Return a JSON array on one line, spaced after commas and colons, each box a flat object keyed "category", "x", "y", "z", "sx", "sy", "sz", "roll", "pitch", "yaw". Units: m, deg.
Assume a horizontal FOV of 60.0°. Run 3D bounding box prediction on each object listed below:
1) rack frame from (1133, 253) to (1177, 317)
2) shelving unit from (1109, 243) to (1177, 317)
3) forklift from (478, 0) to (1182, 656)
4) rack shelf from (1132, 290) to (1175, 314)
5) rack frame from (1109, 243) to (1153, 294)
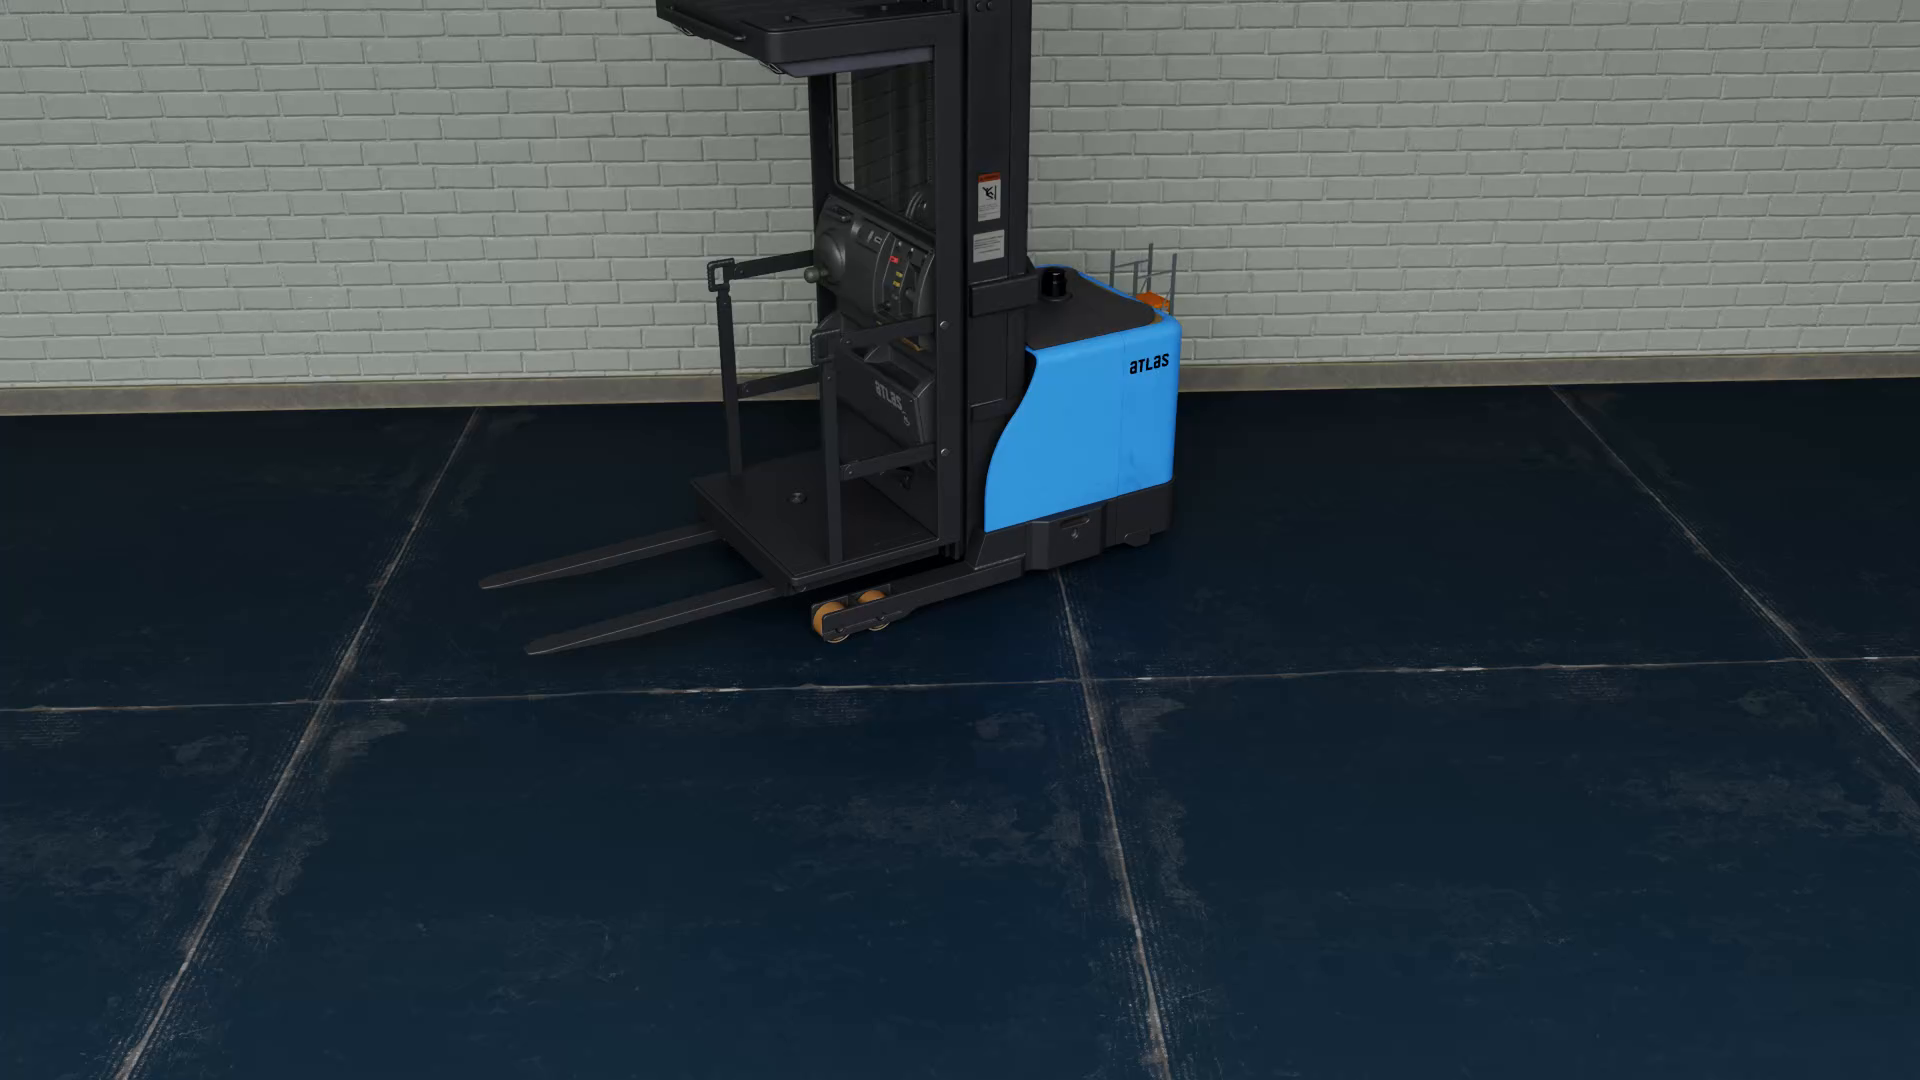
[{"category": "rack frame", "x": 0.901, "y": -0.768, "z": 7.926, "sx": 0.240, "sy": 1.200, "sz": 0.006, "roll": -15, "pitch": 31, "yaw": -27}, {"category": "shelving unit", "x": 0.854, "y": -0.805, "z": 7.995, "sx": 0.258, "sy": 1.200, "sz": 0.189, "roll": -15, "pitch": 31, "yaw": -27}, {"category": "forklift", "x": -0.539, "y": -1.151, "z": 6.787, "sx": 3.031, "sy": 2.935, "sz": 1.130, "roll": -15, "pitch": 31, "yaw": -27}, {"category": "rack shelf", "x": 0.854, "y": -1.084, "z": 7.849, "sx": 0.258, "sy": 0.103, "sz": 0.180, "roll": -15, "pitch": 31, "yaw": -27}, {"category": "rack frame", "x": 0.807, "y": -0.841, "z": 8.065, "sx": 0.240, "sy": 1.200, "sz": 0.006, "roll": -15, "pitch": 31, "yaw": -27}]
